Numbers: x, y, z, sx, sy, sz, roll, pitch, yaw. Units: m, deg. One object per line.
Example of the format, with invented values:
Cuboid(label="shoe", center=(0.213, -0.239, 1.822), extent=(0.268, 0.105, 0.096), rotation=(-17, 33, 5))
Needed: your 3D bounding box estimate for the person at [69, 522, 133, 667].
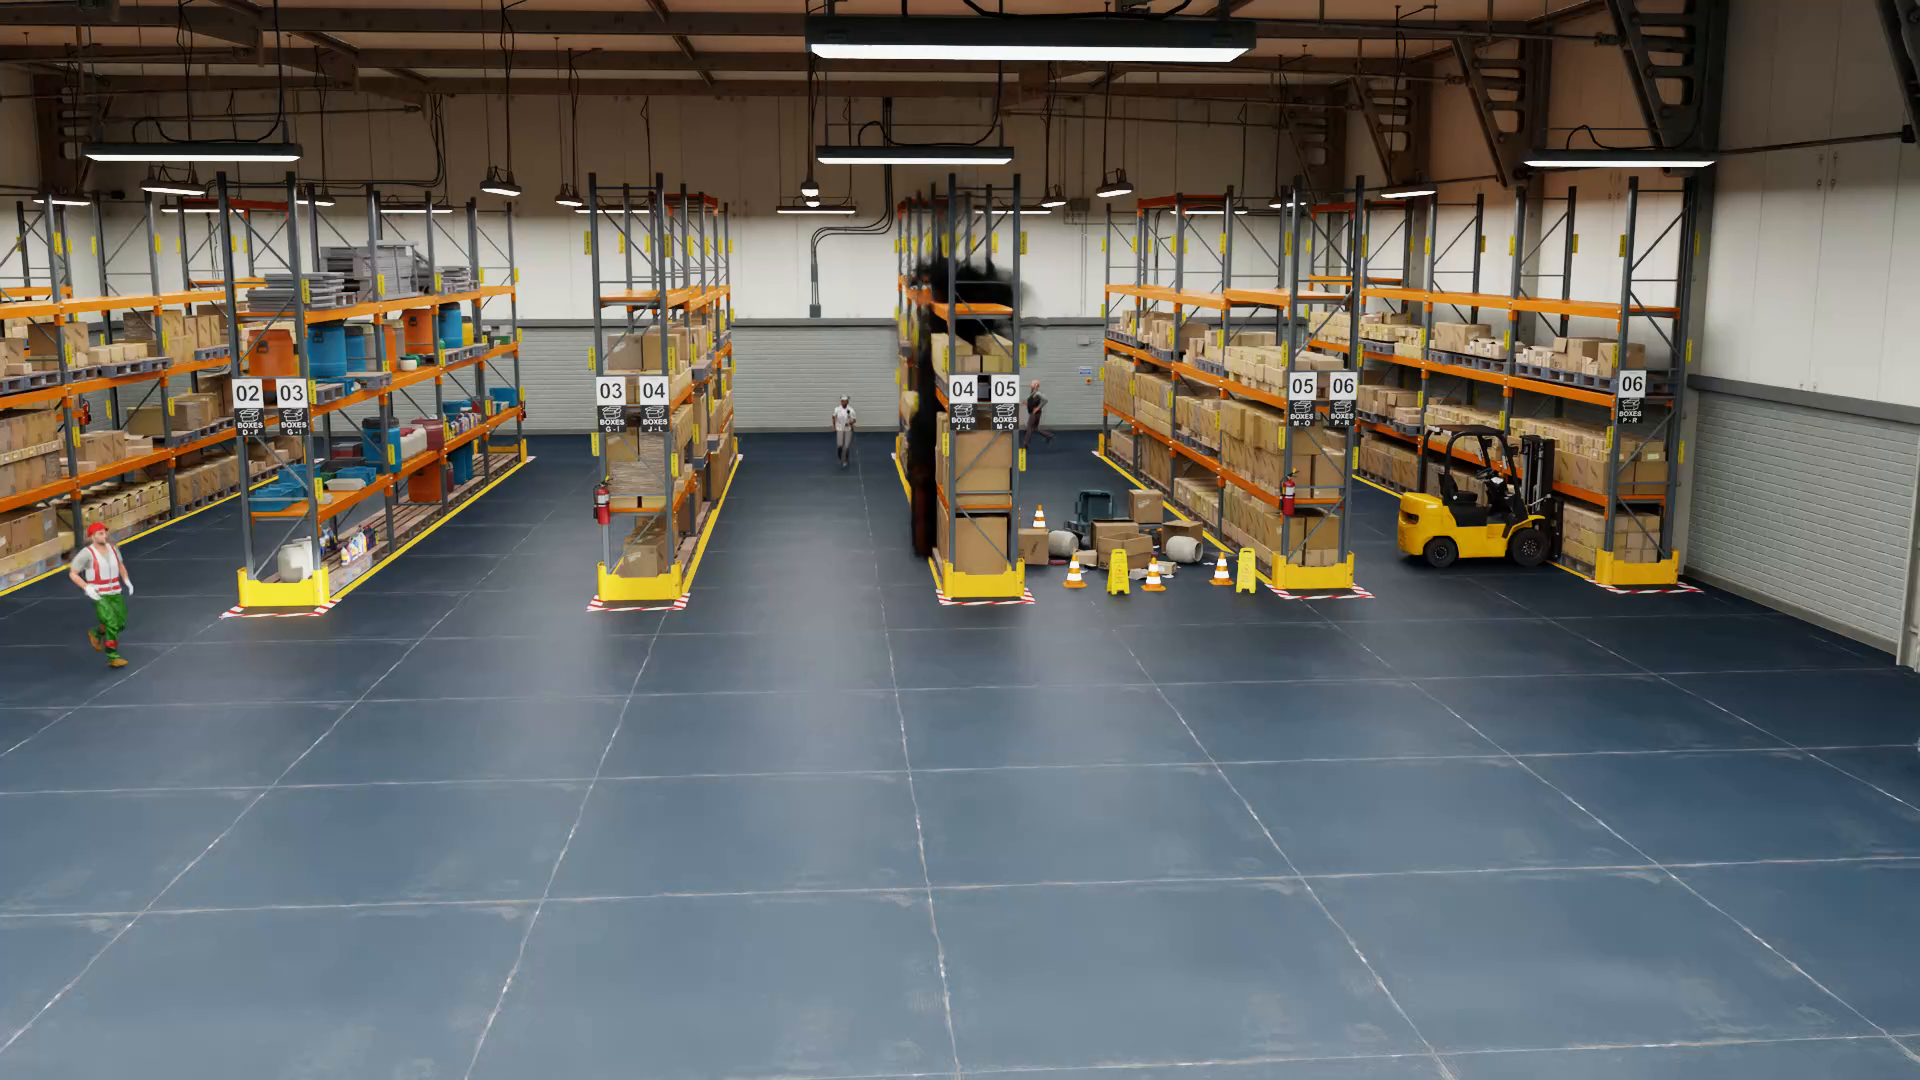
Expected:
Cuboid(label="person", center=(-10.348, 0.644, 20.024), extent=(0.724, 1.747, 0.698), rotation=(5, 11, 24))

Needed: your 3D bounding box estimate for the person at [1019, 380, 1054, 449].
Cuboid(label="person", center=(1.877, -3.123, 41.385), extent=(0.965, 1.711, 0.674), rotation=(-1, 10, -7))

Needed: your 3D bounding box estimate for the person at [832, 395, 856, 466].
Cuboid(label="person", center=(-2.644, -2.488, 37.935), extent=(0.556, 1.662, 0.610), rotation=(0, 10, -1))
